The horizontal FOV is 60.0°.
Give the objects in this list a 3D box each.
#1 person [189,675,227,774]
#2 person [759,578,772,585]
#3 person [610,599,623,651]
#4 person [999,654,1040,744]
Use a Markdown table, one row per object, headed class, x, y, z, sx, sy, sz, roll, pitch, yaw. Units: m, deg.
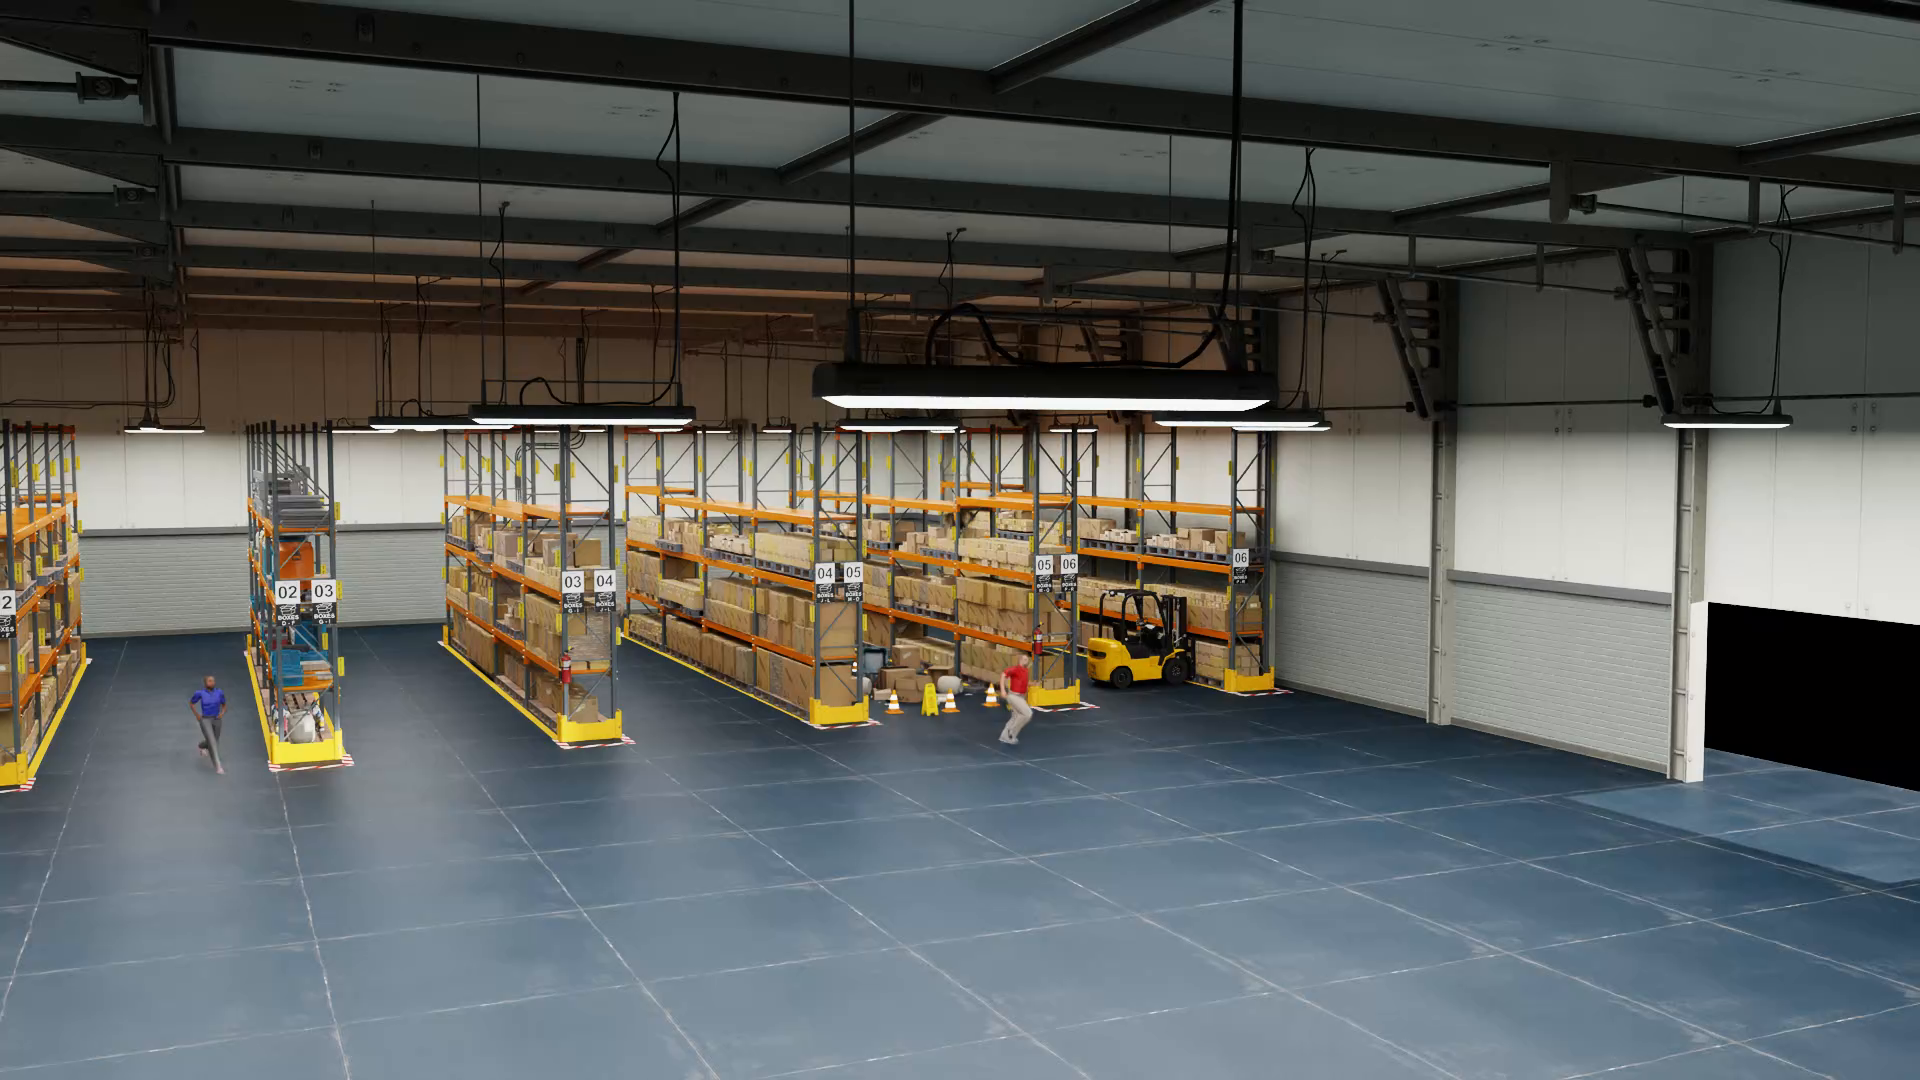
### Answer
| class | x | y | z | sx | sy | sz | roll | pitch | yaw |
| --- | --- | --- | --- | --- | --- | --- | --- | --- | --- |
| person | -12.850 | 3.144 | 28.501 | 1.051 | 1.670 | 0.547 | 3 | 5 | 40 |
| person | -5.992 | 1.677 | 50.819 | 1.048 | 1.771 | 0.720 | -1 | 4 | -8 |
| person | -9.166 | 2.141 | 43.888 | 0.584 | 1.636 | 0.816 | -1 | 4 | -16 |
| person | 1.100 | 2.980 | 30.734 | 0.774 | 1.604 | 0.699 | 2 | 4 | 23 |
